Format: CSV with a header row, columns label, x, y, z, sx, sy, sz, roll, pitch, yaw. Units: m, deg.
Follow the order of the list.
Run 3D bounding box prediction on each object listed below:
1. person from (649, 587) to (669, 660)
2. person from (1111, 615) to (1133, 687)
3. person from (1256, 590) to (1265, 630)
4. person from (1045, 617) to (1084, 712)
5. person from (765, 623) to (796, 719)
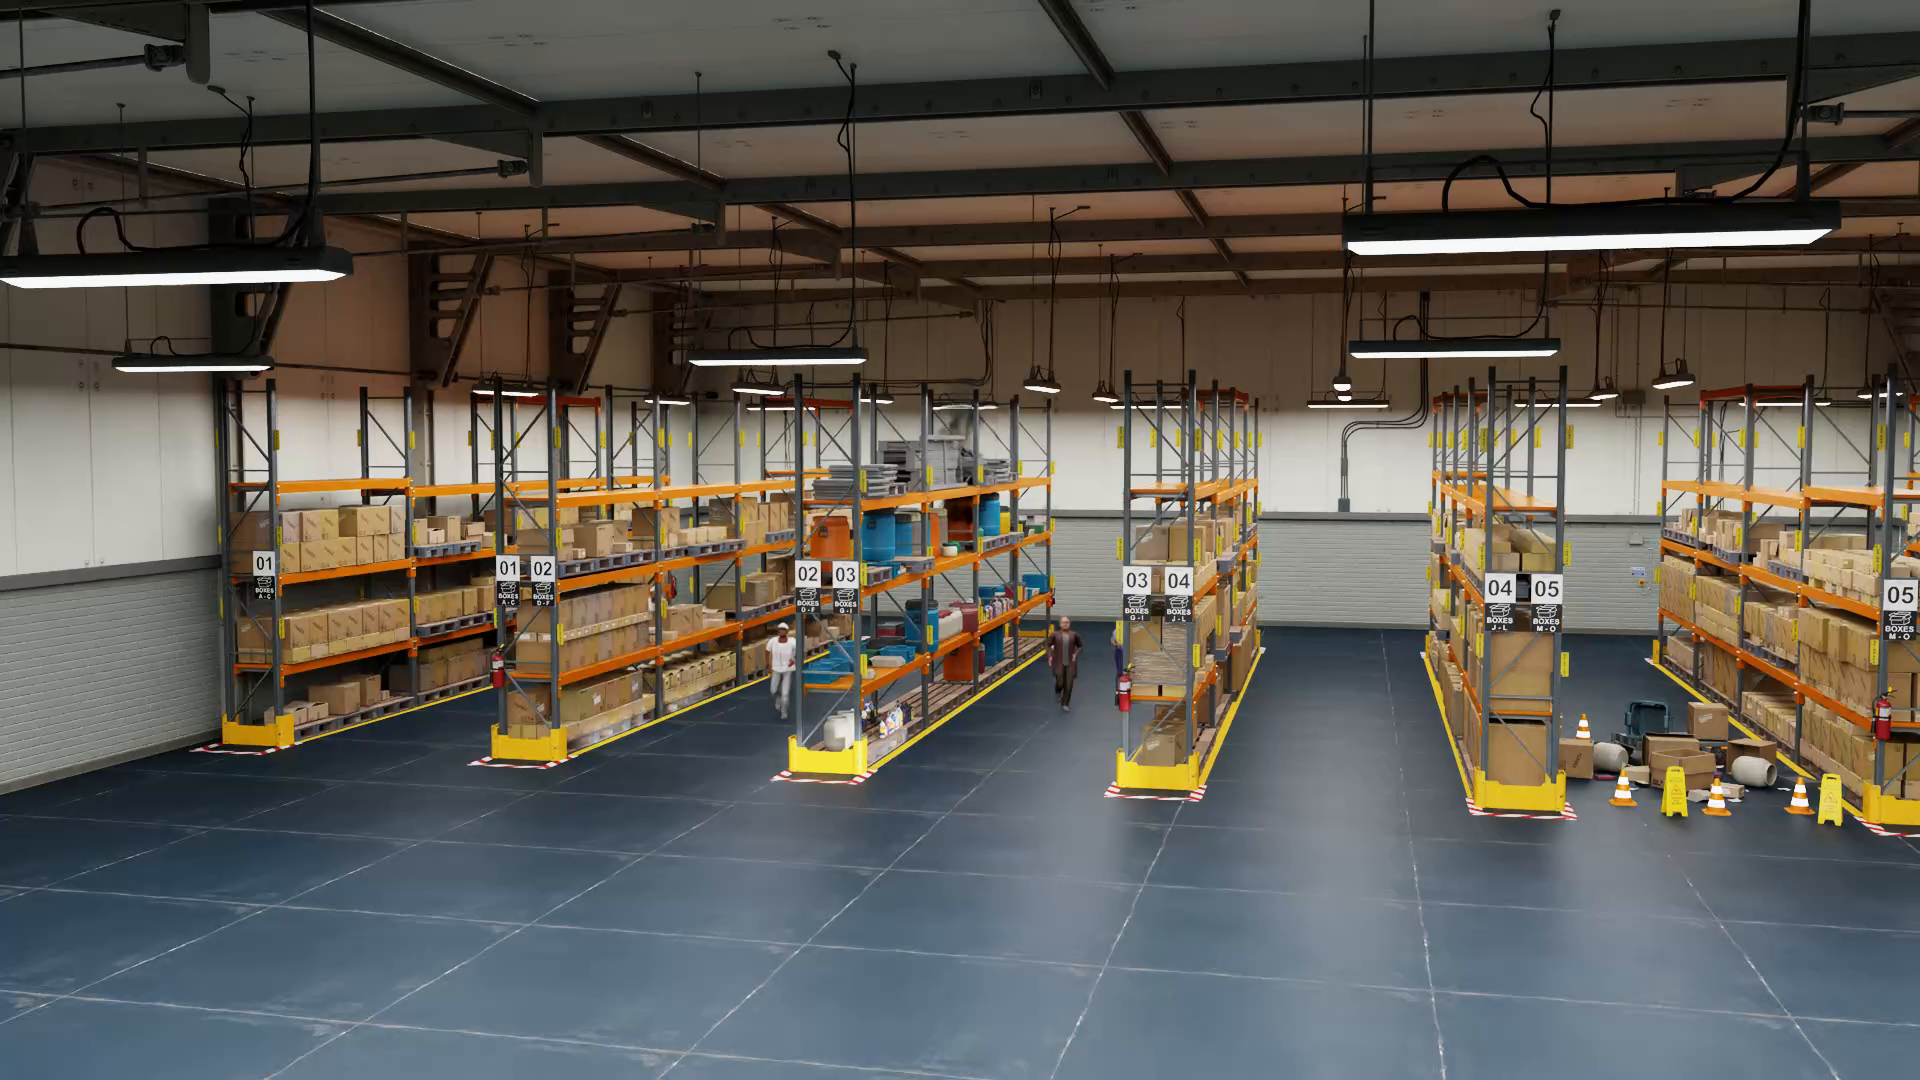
label,x,y,z,sx,sy,sz,roll,pitch,yaw
person,-6.822,1.910,37.255,0.668,1.731,0.638,0,3,0
person,3.202,2.263,32.177,0.587,1.640,0.610,1,3,10
person,7.036,1.708,40.584,0.798,1.815,0.705,3,4,38
person,1.939,2.294,30.799,0.710,1.732,0.637,0,3,-2
person,-3.184,2.348,29.927,0.730,1.726,0.594,0,3,8
